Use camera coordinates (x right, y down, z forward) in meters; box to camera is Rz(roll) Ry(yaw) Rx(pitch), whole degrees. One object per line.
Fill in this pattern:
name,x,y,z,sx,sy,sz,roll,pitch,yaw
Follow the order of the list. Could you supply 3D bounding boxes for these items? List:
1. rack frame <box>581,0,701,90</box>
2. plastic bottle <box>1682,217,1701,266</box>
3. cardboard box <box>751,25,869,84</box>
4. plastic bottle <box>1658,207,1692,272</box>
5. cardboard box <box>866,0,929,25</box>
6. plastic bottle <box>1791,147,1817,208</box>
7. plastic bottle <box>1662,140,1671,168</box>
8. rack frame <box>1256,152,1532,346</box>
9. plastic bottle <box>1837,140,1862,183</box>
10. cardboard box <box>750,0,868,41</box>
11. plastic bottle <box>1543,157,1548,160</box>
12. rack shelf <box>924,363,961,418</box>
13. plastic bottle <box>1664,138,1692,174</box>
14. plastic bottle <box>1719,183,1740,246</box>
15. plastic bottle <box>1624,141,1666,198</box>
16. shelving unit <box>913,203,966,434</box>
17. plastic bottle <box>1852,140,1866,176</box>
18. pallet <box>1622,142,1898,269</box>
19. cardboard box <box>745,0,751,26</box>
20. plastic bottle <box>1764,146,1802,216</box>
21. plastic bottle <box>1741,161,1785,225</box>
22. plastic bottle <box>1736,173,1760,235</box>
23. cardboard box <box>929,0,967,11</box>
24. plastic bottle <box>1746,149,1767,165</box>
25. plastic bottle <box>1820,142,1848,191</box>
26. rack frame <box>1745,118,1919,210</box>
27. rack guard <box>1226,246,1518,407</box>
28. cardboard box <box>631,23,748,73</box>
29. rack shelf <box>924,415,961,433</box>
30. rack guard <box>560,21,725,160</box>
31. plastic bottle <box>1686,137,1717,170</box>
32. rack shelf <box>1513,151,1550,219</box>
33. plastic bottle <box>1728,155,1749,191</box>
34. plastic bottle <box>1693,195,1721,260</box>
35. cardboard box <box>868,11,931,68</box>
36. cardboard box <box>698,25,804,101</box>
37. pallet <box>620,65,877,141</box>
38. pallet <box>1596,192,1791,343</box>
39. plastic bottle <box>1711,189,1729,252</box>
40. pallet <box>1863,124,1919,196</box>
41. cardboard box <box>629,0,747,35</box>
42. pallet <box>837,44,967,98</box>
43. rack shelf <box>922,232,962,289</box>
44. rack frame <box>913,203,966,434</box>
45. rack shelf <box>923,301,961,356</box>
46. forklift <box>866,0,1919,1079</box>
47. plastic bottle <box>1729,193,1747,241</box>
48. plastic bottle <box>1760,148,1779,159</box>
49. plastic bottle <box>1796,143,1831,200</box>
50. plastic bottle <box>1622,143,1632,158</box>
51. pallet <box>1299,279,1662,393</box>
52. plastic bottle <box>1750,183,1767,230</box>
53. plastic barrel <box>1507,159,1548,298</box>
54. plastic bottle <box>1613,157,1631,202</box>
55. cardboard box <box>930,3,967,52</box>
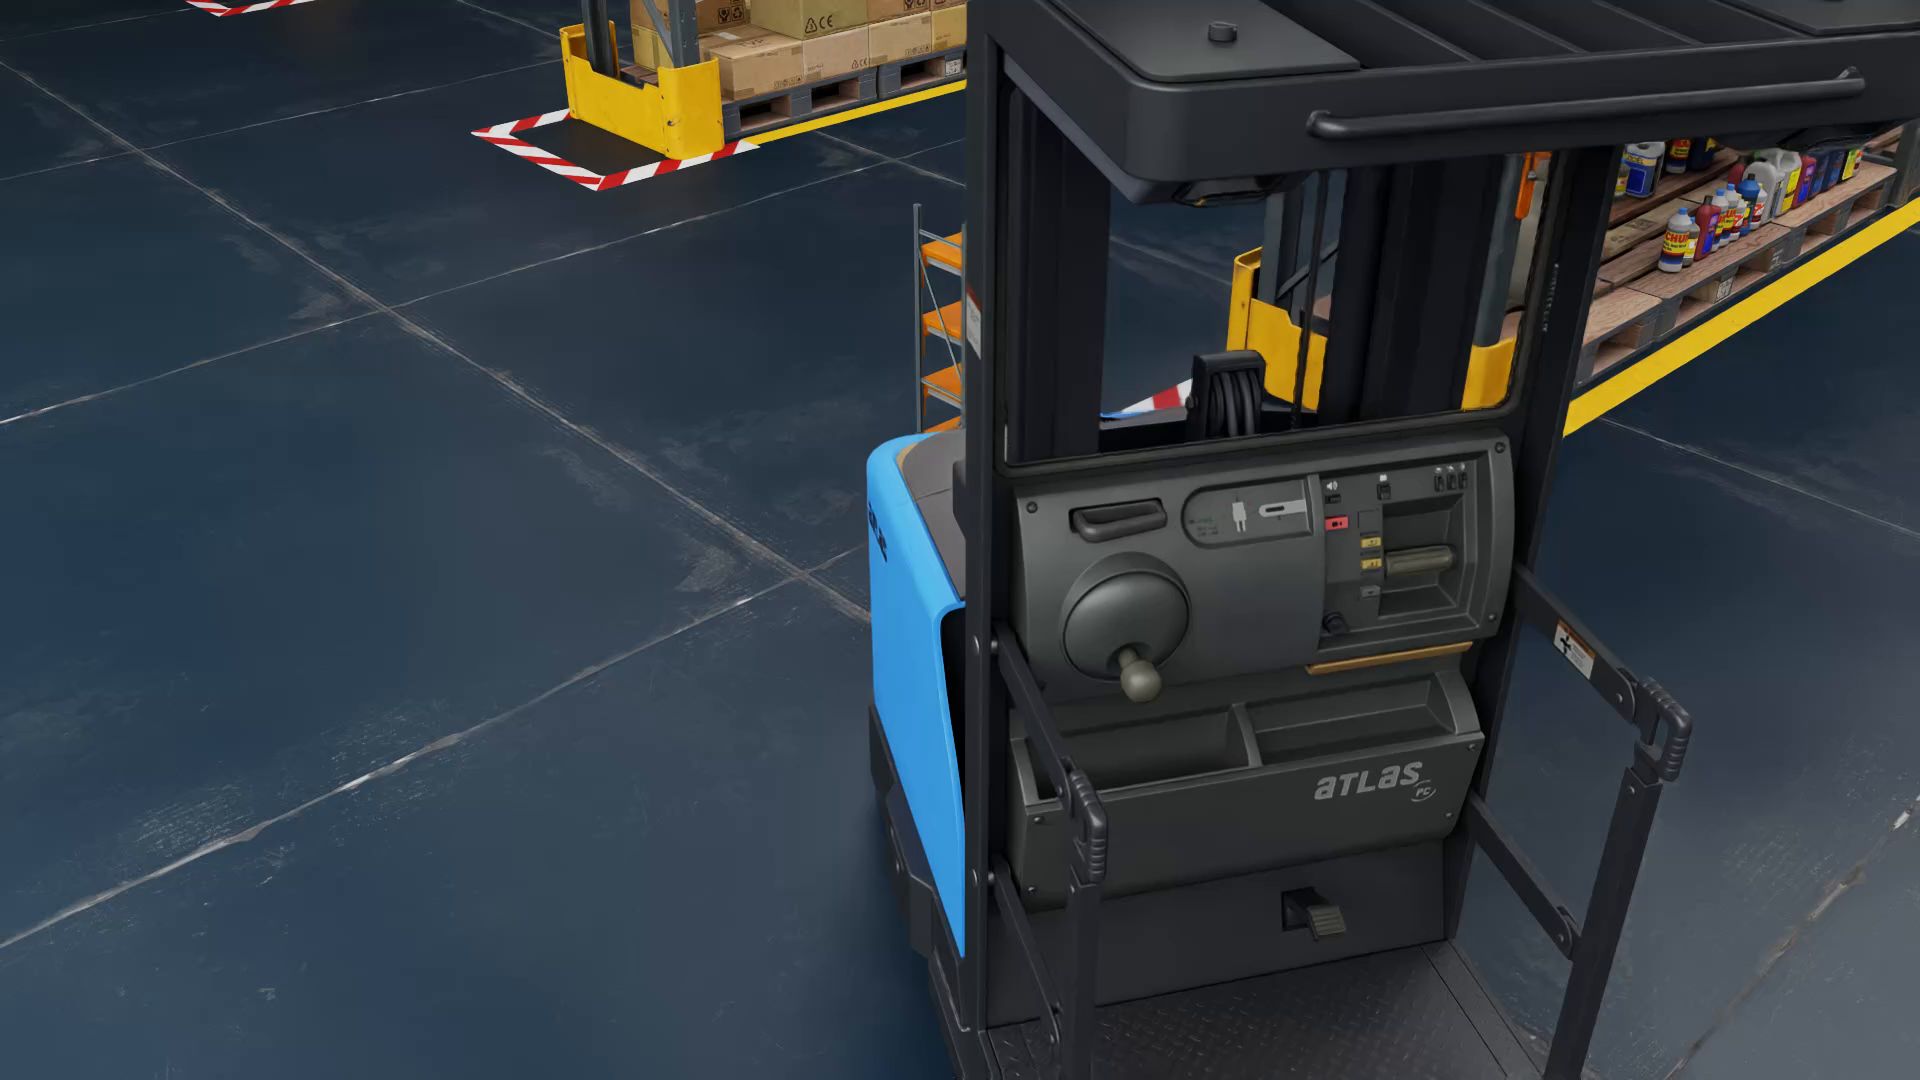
rack frame,-1.802,-3.656,8.853,0.127,3.000,1.000,-26,40,-35
plastic bottle,3.180,-1.314,7.284,0.097,0.201,0.097,0,31,0
cardboard box,-0.894,-2.946,9.925,0.500,0.250,0.500,-26,40,-35
plastic bottle,3.104,-1.307,7.206,0.097,0.271,0.097,0,31,0
cardboard box,-0.535,-3.447,10.026,0.500,0.500,0.500,-26,40,-35
plastic bottle,3.988,-1.727,7.880,0.133,0.283,0.061,-23,38,-32
plastic bottle,3.483,-2.041,8.331,0.144,0.351,0.185,27,41,37
rack frame,1.563,-1.759,5.752,0.127,3.000,1.000,-26,40,-35
plastic bottle,4.367,-1.910,8.181,0.133,0.283,0.061,-24,39,-33
cardboard box,-0.893,-3.265,9.728,0.500,0.500,0.500,-26,40,-35
plastic bottle,2.685,-1.656,7.765,0.133,0.283,0.061,-25,39,-34
rack shelf,0.121,-0.513,5.568,0.480,0.148,0.258,-26,40,-35
plastic bottle,3.598,-1.977,8.301,0.097,0.271,0.097,0,31,0
plastic bottle,3.429,-1.464,7.463,0.097,0.271,0.097,0,31,0
plastic bottle,3.291,-1.811,8.025,0.135,0.276,0.152,-26,40,-35
shelving unit,0.121,-0.571,5.533,0.503,1.200,0.258,-26,40,-35
plastic bottle,4.442,-1.924,8.282,0.097,0.201,0.097,0,31,0
pallet,3.975,-1.766,8.436,1.213,0.211,1.003,-26,40,-35
cardboard box,-1.252,-3.147,10.254,0.500,0.250,0.500,-26,40,-35
plastic bottle,3.842,-1.715,7.796,0.185,0.351,0.144,-26,40,-36
plastic bottle,3.720,-1.627,7.724,0.135,0.276,0.152,-25,39,-35
plastic bottle,3.577,-1.536,7.580,0.097,0.271,0.097,0,31,0
cardboard box,-0.156,-3.618,10.305,0.500,0.500,0.500,-26,40,-35
plastic bottle,3.753,-1.716,7.863,0.133,0.283,0.061,-26,40,-35
plastic bottle,4.220,-1.897,8.095,0.185,0.351,0.144,-27,41,-37
rack frame,4.496,-3.178,8.072,0.127,3.000,1.000,-26,40,-35
rack guard,1.586,-0.738,6.478,0.348,0.500,1.175,-26,40,-35
cardboard box,-1.610,-2.965,9.957,0.500,0.250,0.500,-26,40,-35
rack shelf,0.121,-0.344,5.672,0.480,0.148,0.258,-26,40,-35
rack guard,-1.820,-2.581,9.491,0.348,0.500,1.175,-26,40,-35
plastic bottle,3.720,-2.053,8.350,0.185,0.351,0.144,-26,40,-35
rack shelf,3.029,-2.162,7.100,4.000,0.370,1.077,-26,40,-35
plastic bottle,3.647,-1.670,7.788,0.133,0.283,0.061,-26,40,-35
plastic bottle,3.282,-1.386,7.323,0.133,0.283,0.061,-25,39,-35
cardboard box,-0.527,-3.123,10.215,0.500,0.250,0.500,-26,40,-35
cardboard box,-1.258,-2.767,9.633,0.500,0.250,0.500,-26,40,-35
pallet,-1.270,-2.753,10.050,1.213,0.211,1.003,-26,40,-35
pallet,3.080,-1.331,7.725,1.213,0.211,1.003,-26,40,-35
plastic bottle,3.355,-1.429,7.405,0.097,0.271,0.097,0,31,0
pallet,5.045,-2.282,9.280,1.213,0.211,1.003,-26,40,-35
cardboard box,-1.612,-3.286,9.762,0.500,0.500,0.500,-26,40,-35
pallet,-0.376,-3.184,10.754,1.213,0.211,1.003,-26,40,-35
rack shelf,0.121,-0.906,5.328,0.480,0.148,0.258,-26,40,-35
rack frame,-0.058,-0.484,5.391,0.015,1.200,0.240,-26,40,-35
rack shelf,0.121,-0.704,5.451,0.480,0.148,0.258,-26,40,-35
forklift,0.609,0.098,2.780,1.130,2.935,3.031,-7,32,-12
plastic bottle,3.501,-1.469,7.538,0.097,0.201,0.097,0,31,0
plastic bottle,3.960,-1.845,8.081,0.135,0.276,0.152,-26,40,-35
plastic bottle,4.079,-1.829,7.983,0.144,0.351,0.185,27,40,37
plastic bottle,3.172,-1.891,8.084,0.185,0.351,0.144,-26,40,-36
pallet,2.186,-0.901,7.021,1.213,0.211,1.003,-26,40,-35
plastic bottle,3.652,-1.542,7.658,0.097,0.201,0.097,0,31,0
plastic barrel,2.361,-1.318,7.012,0.421,0.512,0.421,0,31,0
plastic bottle,3.149,-1.730,7.965,0.097,0.201,0.097,0,31,0
cardboard box,-0.157,-3.298,10.502,0.500,0.250,0.500,-26,40,-35
